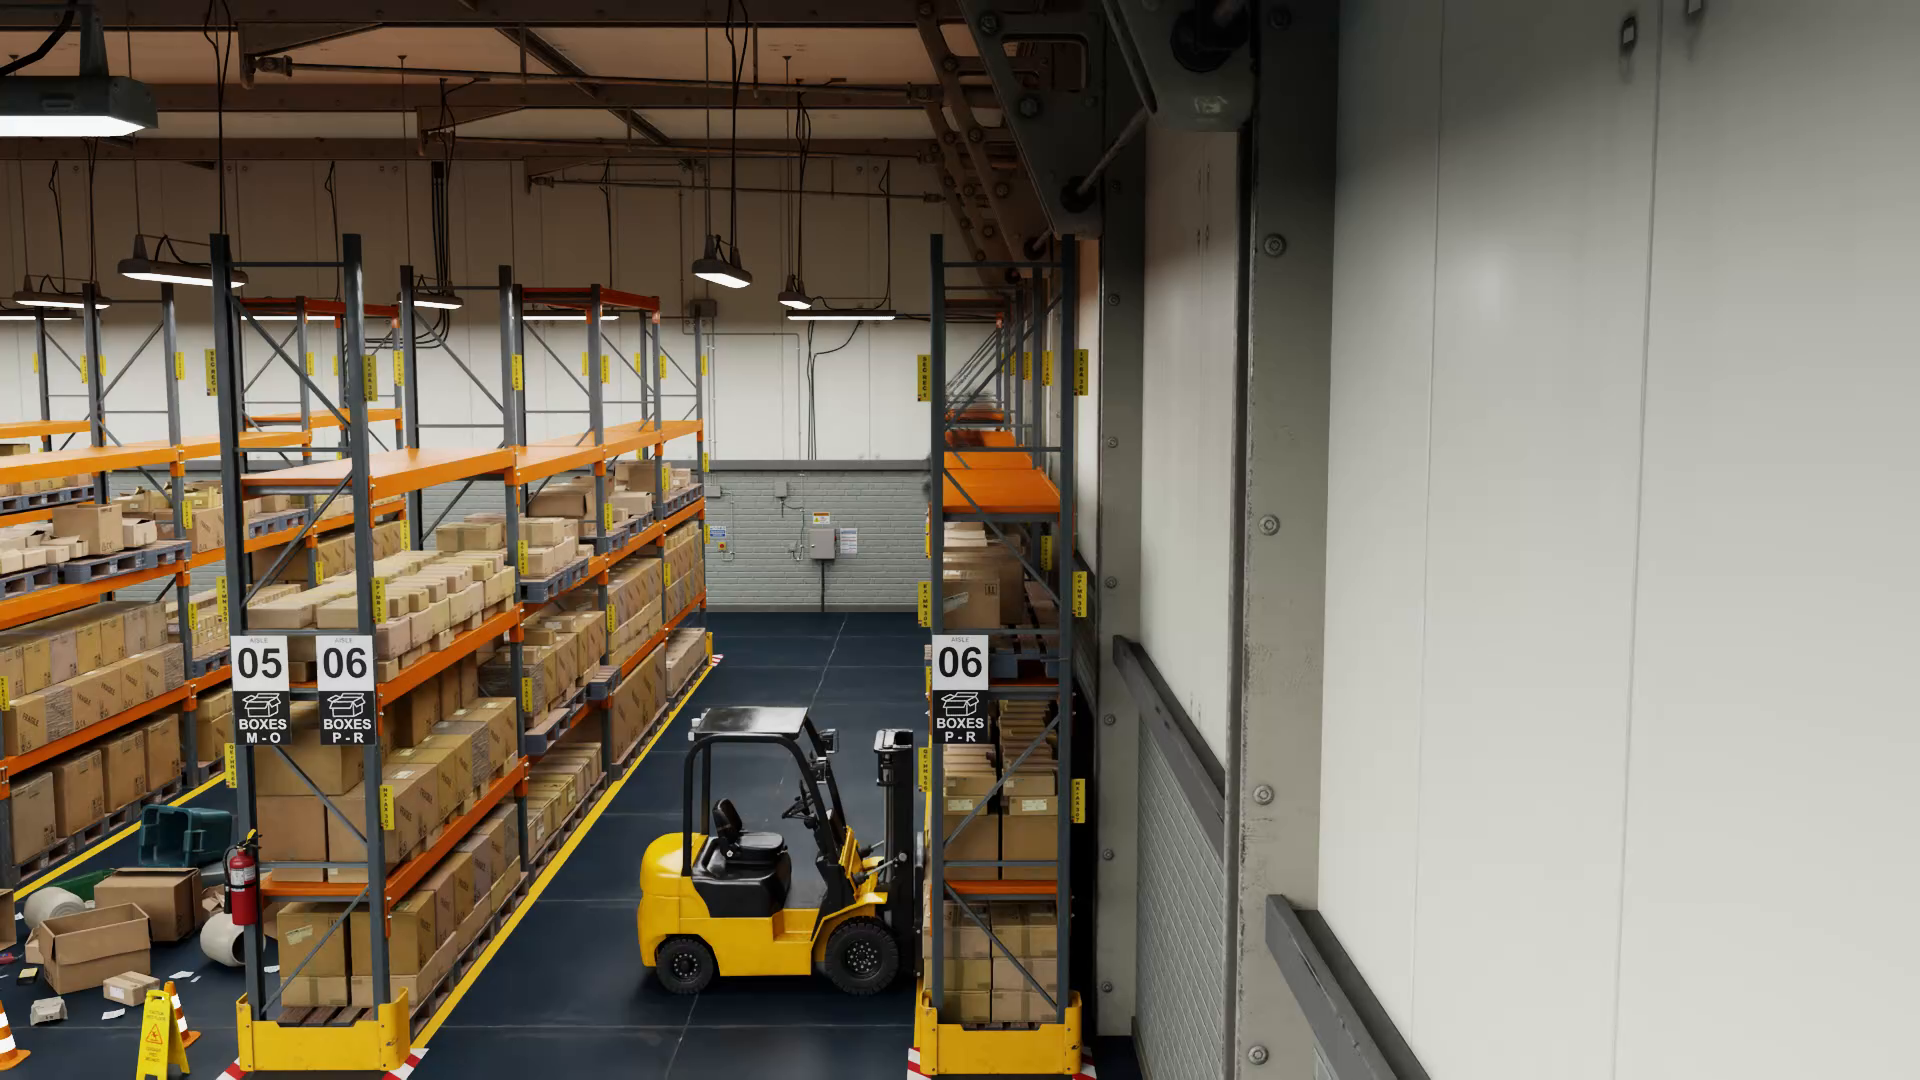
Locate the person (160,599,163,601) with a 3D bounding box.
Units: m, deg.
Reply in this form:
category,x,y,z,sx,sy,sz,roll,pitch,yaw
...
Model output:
category,x,y,z,sx,sy,sz,roll,pitch,yaw
person,-11.508,1.690,24.001,0.667,1.693,0.716,0,6,-3
